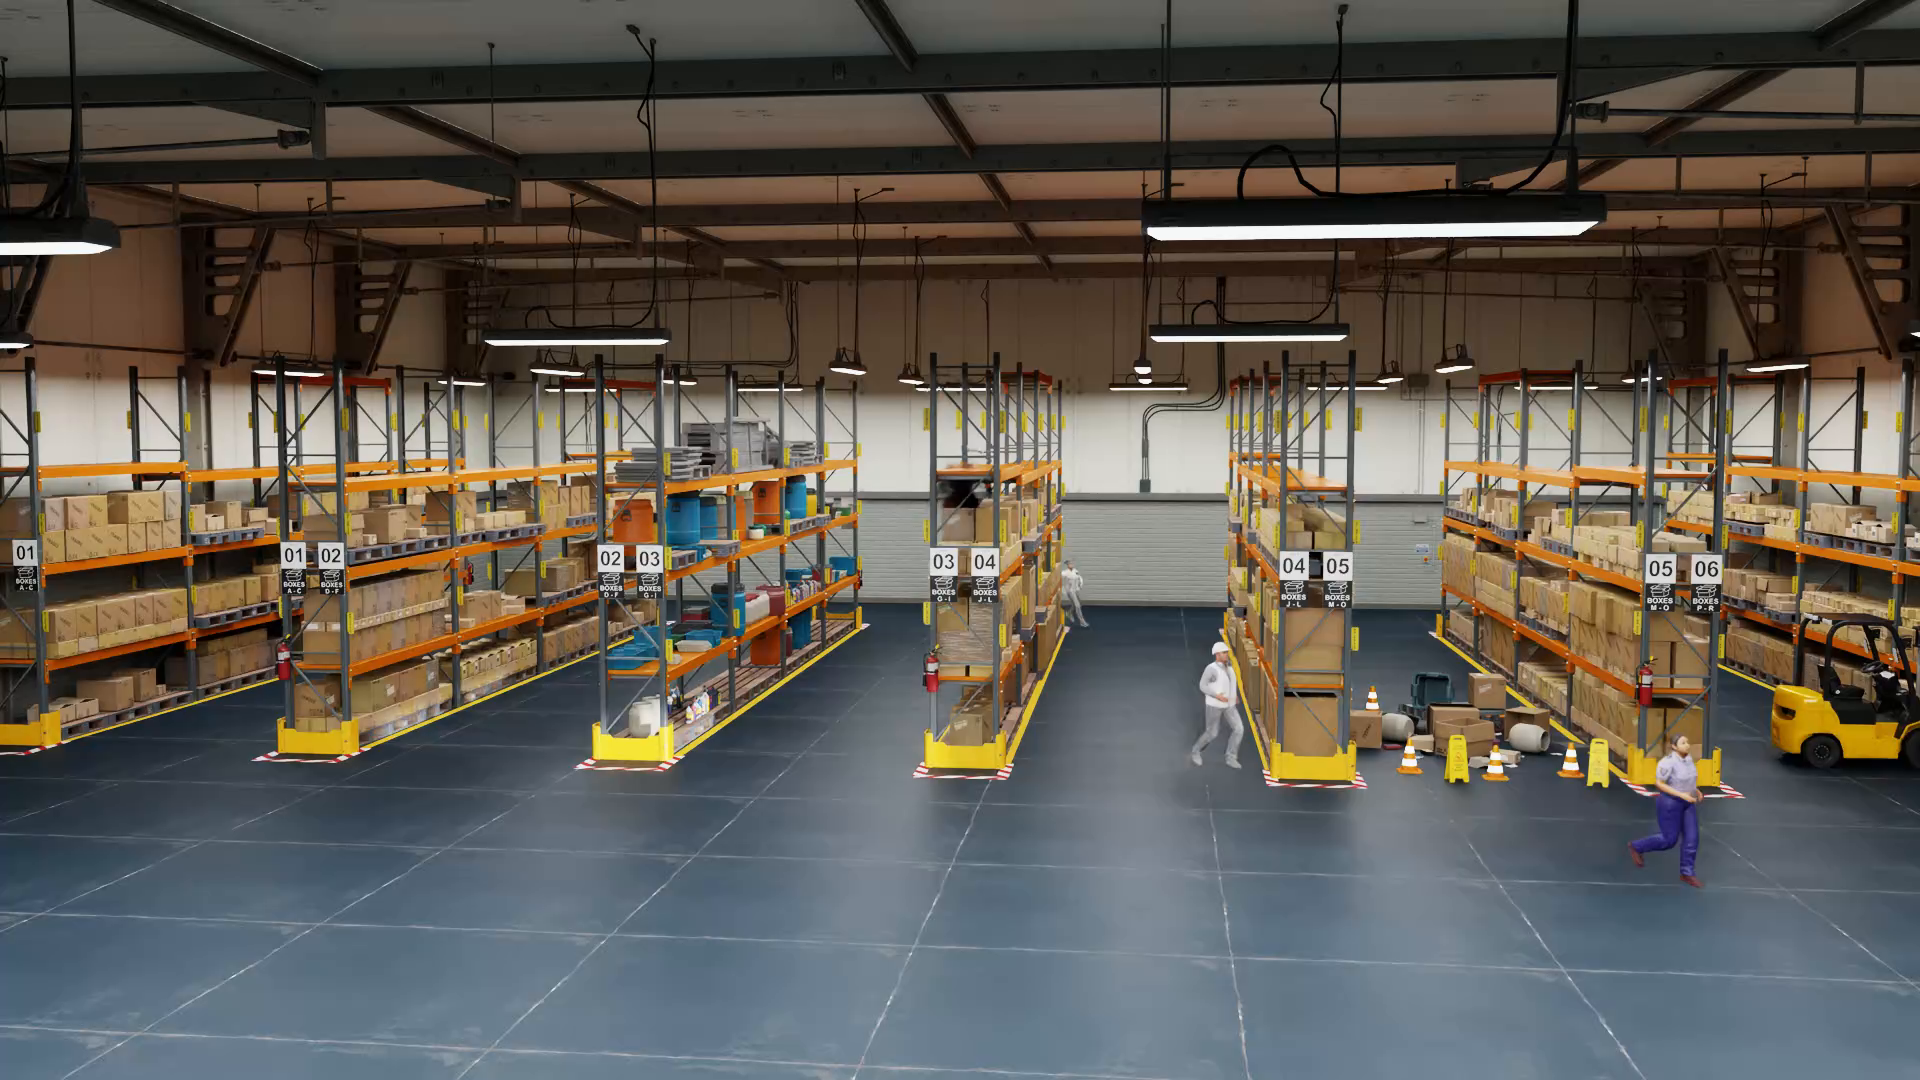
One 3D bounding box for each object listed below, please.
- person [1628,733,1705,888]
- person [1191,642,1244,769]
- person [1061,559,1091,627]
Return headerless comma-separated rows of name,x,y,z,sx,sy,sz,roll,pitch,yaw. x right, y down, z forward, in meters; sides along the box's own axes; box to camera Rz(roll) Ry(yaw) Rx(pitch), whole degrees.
person,7.797,2.923,18.196,0.615,1.638,0.828,-2,5,-30
person,3.613,2.293,22.985,0.693,1.762,0.935,-3,5,-33
person,2.758,1.277,40.771,0.671,1.659,0.927,-3,5,-37
